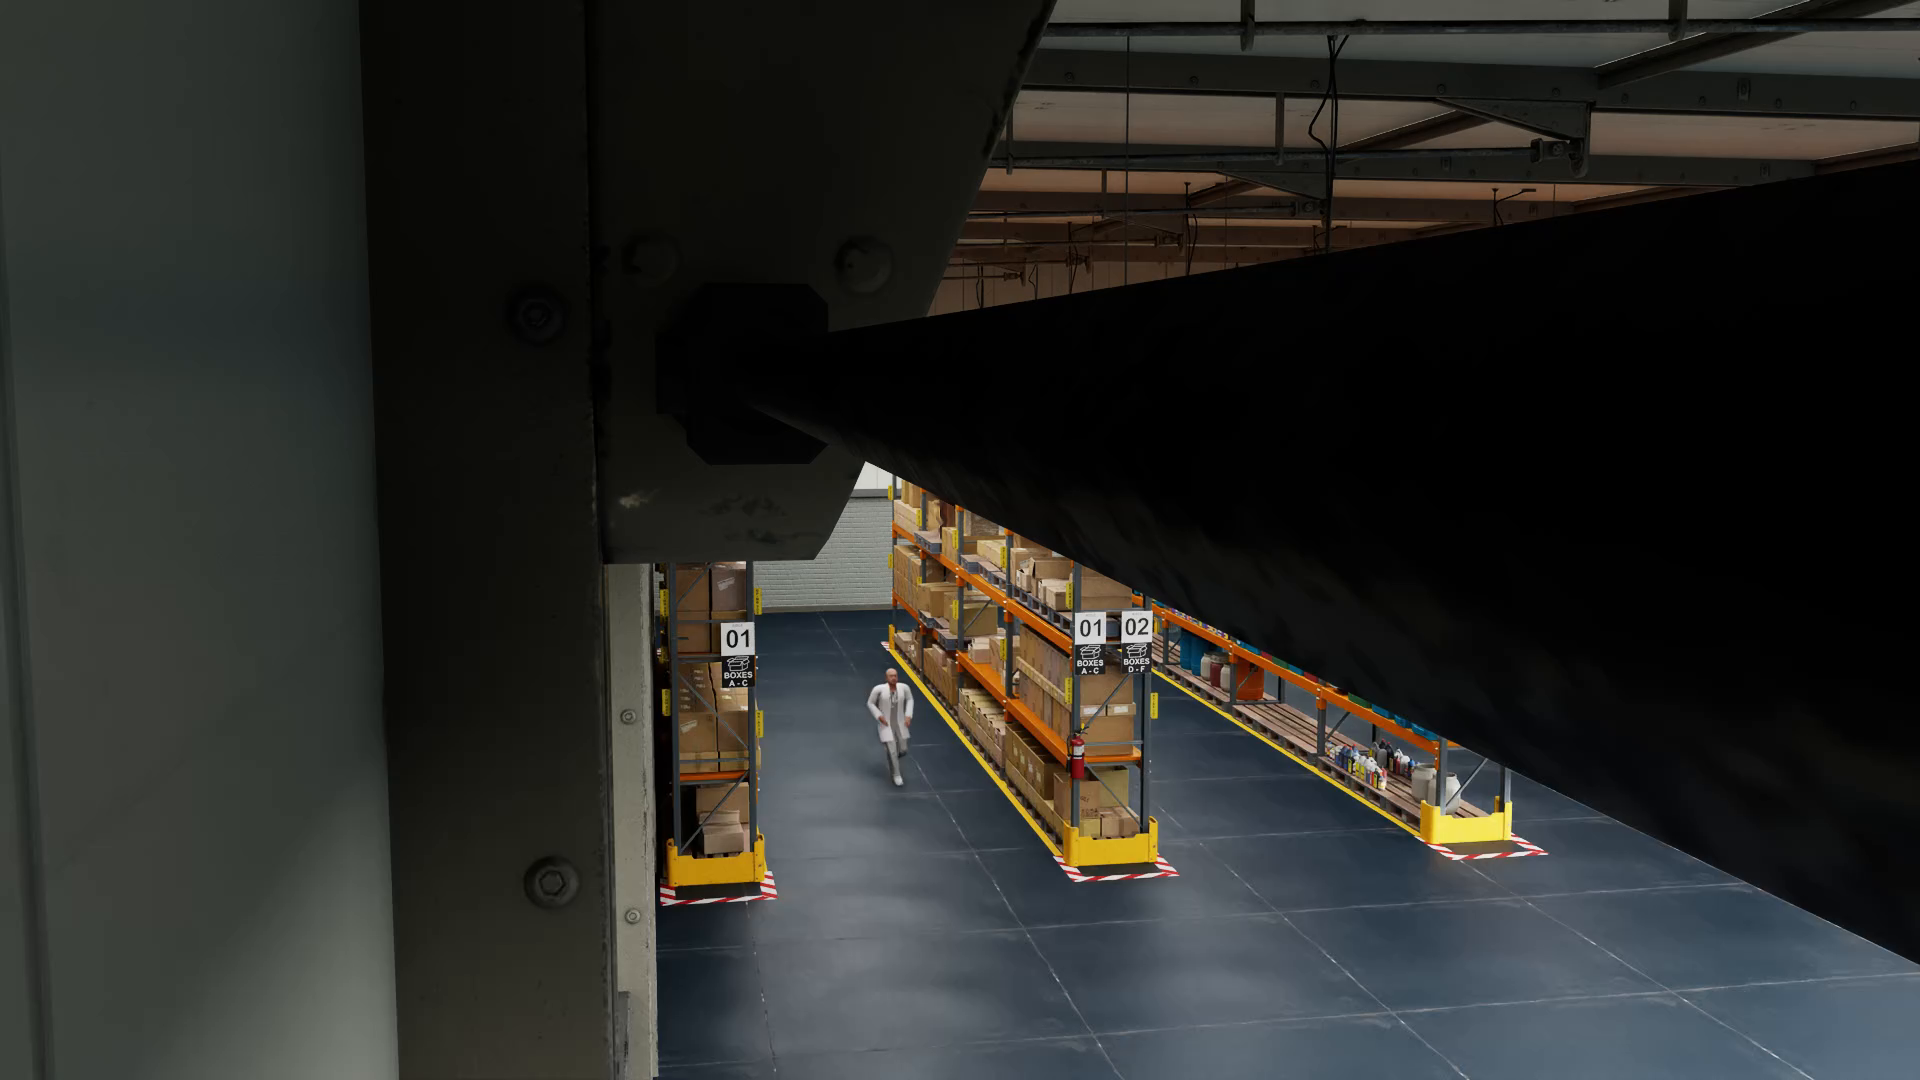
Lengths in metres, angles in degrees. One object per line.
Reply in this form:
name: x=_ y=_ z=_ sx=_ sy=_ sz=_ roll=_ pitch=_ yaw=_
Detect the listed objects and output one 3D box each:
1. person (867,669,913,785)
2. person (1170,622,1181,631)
person: x=-1.040 y=2.776 z=25.005 sx=0.729 sy=1.737 sz=0.627 roll=-2 pitch=6 yaw=-17
person: x=5.120 y=1.339 z=38.236 sx=0.672 sy=1.741 sz=0.708 roll=3 pitch=7 yaw=22
